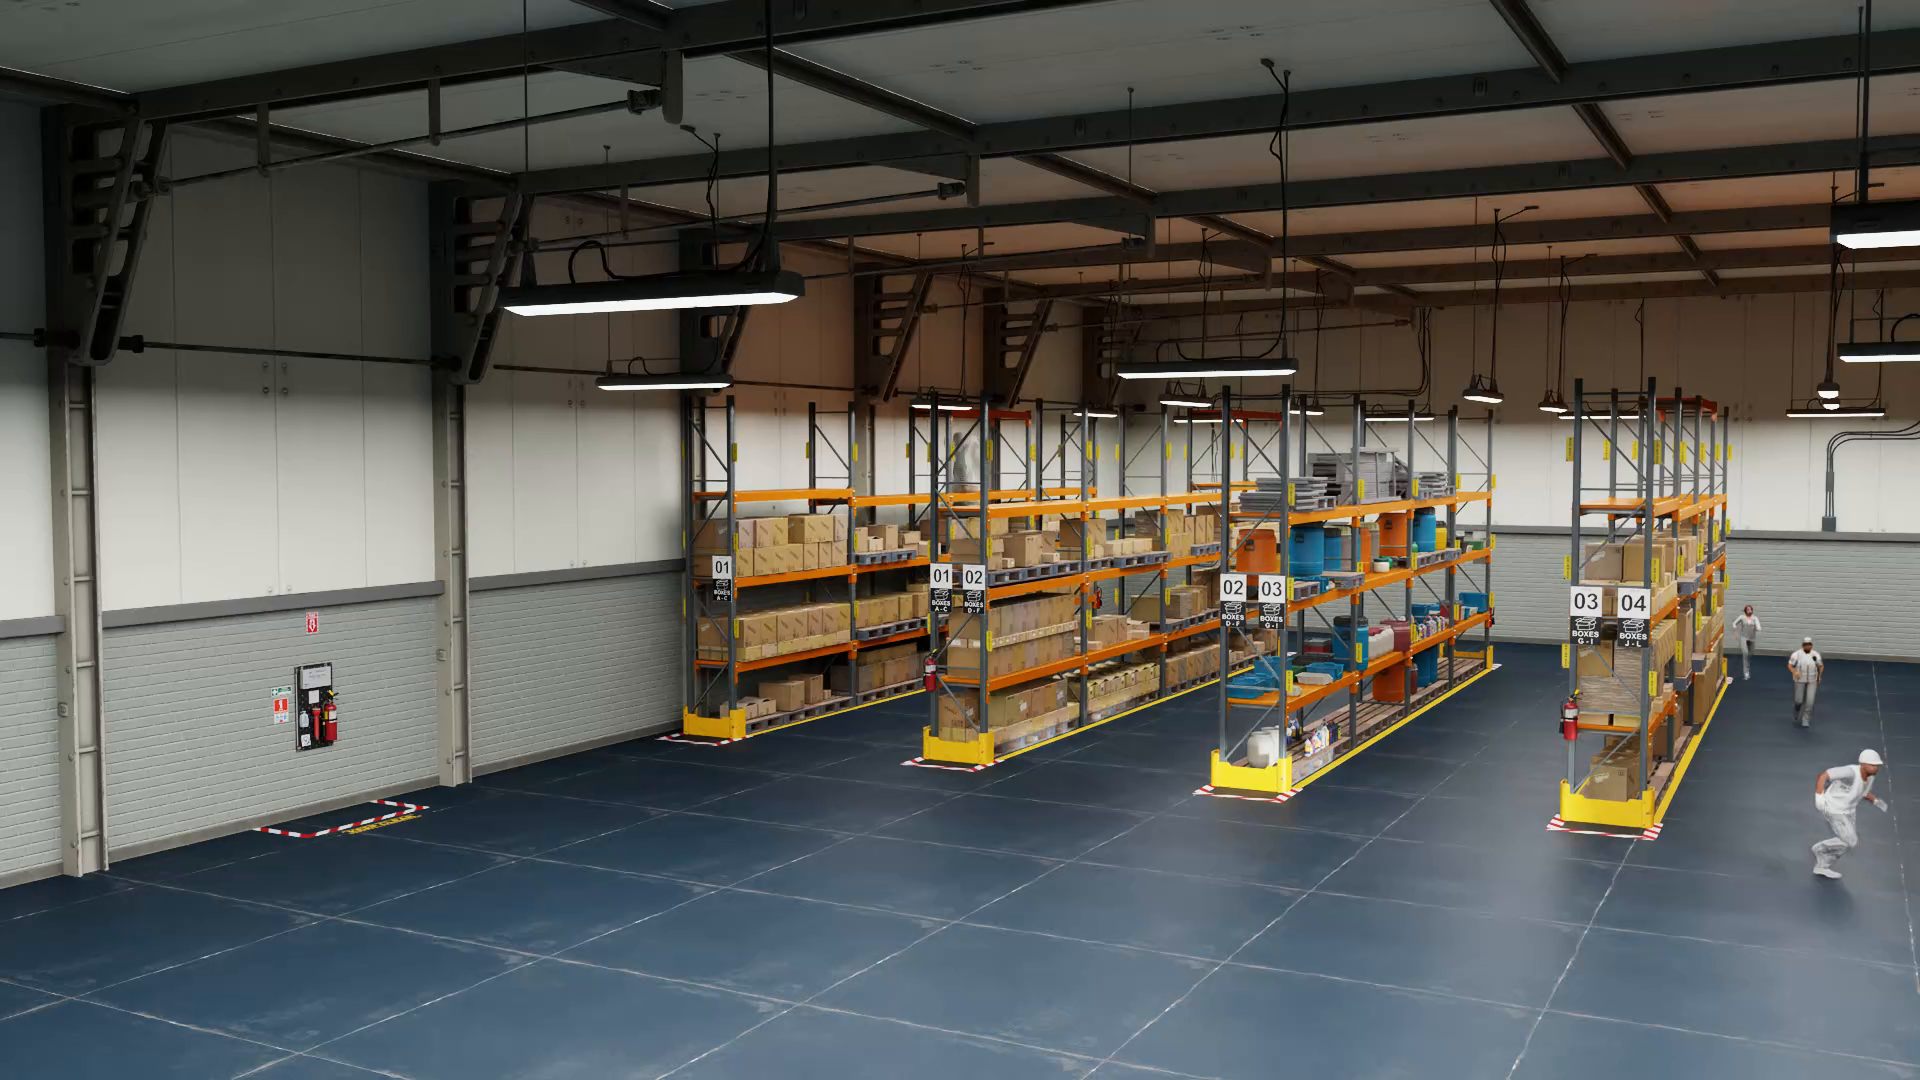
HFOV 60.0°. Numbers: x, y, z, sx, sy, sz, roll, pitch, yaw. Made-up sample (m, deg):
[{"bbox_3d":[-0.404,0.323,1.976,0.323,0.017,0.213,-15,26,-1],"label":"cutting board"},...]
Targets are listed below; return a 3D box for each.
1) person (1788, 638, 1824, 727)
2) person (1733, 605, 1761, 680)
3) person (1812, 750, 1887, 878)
[{"bbox_3d":[15.496,2.589,30.459,0.595,1.622,0.560,1,3,19],"label":"person"},{"bbox_3d":[17.467,2.245,36.892,0.522,1.622,0.810,0,3,9],"label":"person"},{"bbox_3d":[10.295,3.191,19.316,0.716,1.591,0.819,-2,3,-27],"label":"person"}]
